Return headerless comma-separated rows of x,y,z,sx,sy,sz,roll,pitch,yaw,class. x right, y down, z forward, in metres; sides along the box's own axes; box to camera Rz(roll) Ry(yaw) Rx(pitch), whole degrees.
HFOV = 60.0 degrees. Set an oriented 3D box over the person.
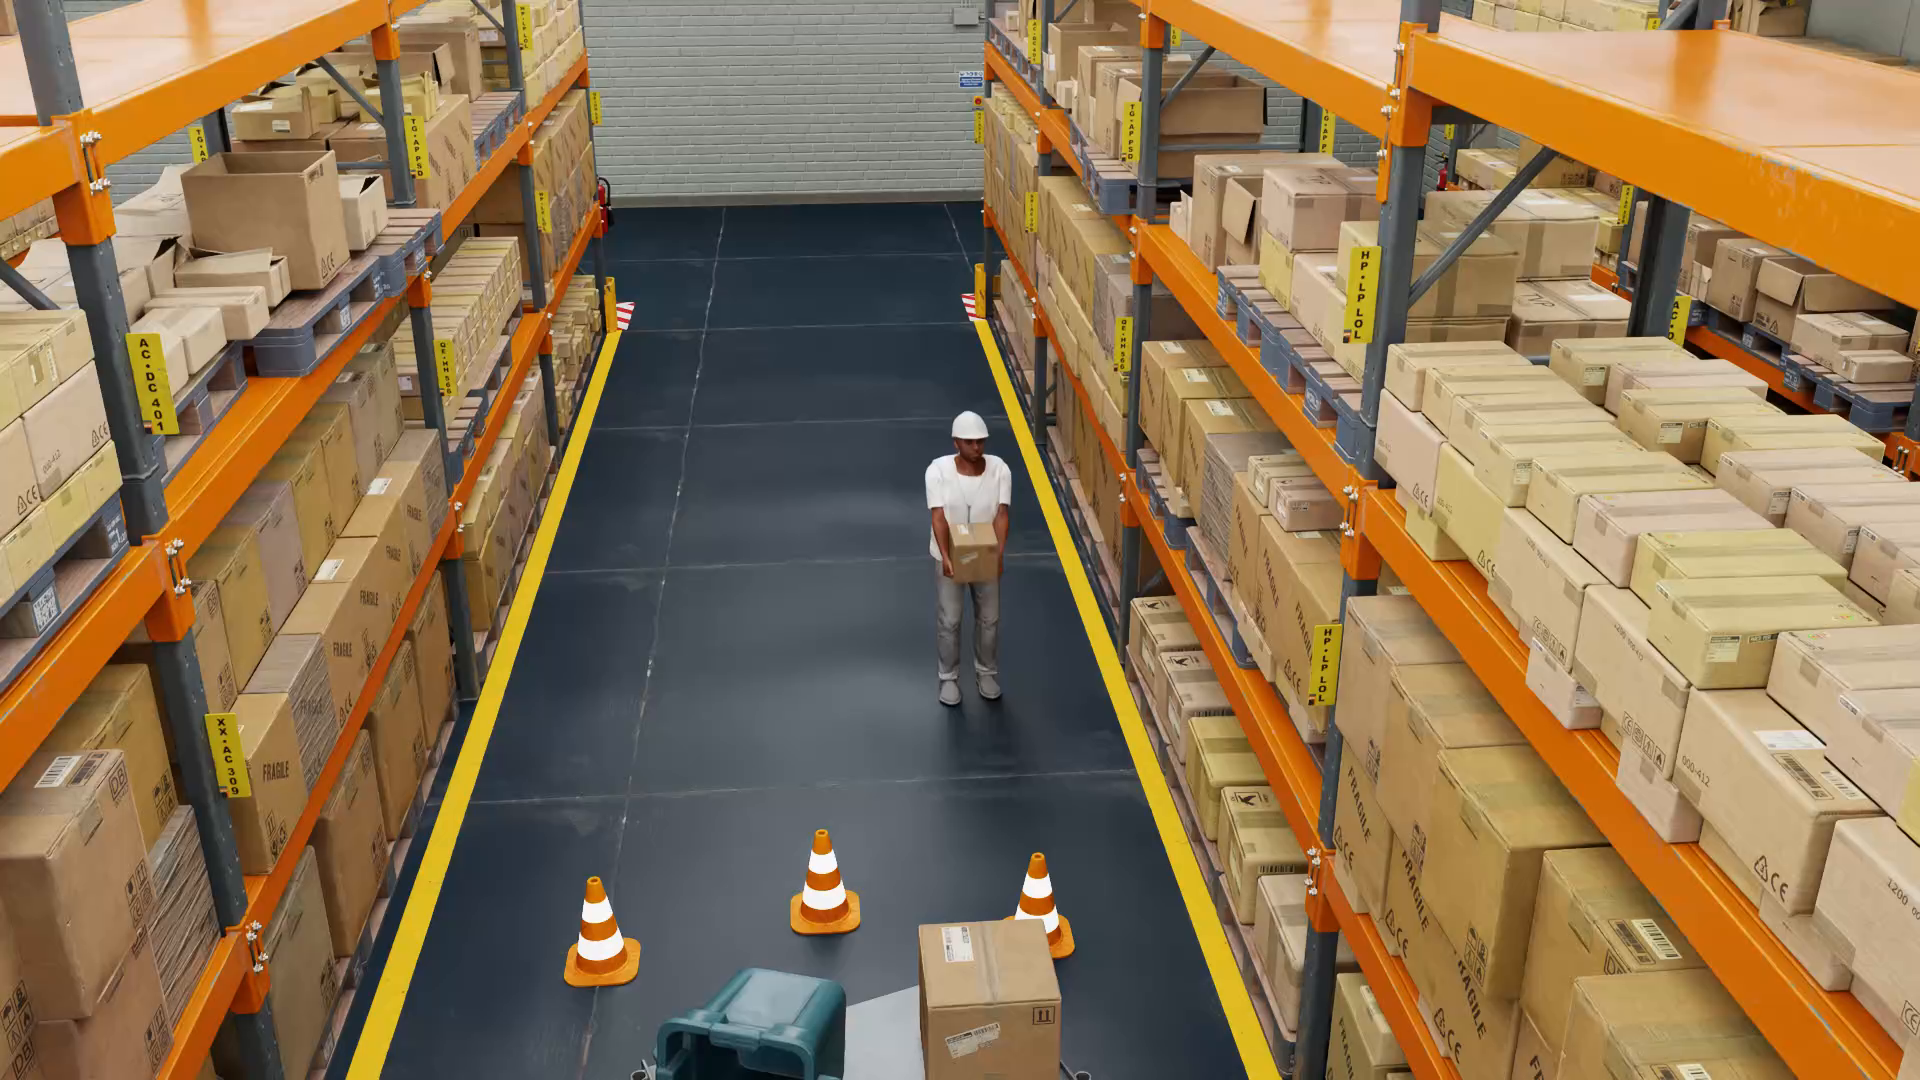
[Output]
0.067,0.135,9.765,0.504,1.761,0.578,-3,24,-7,person
